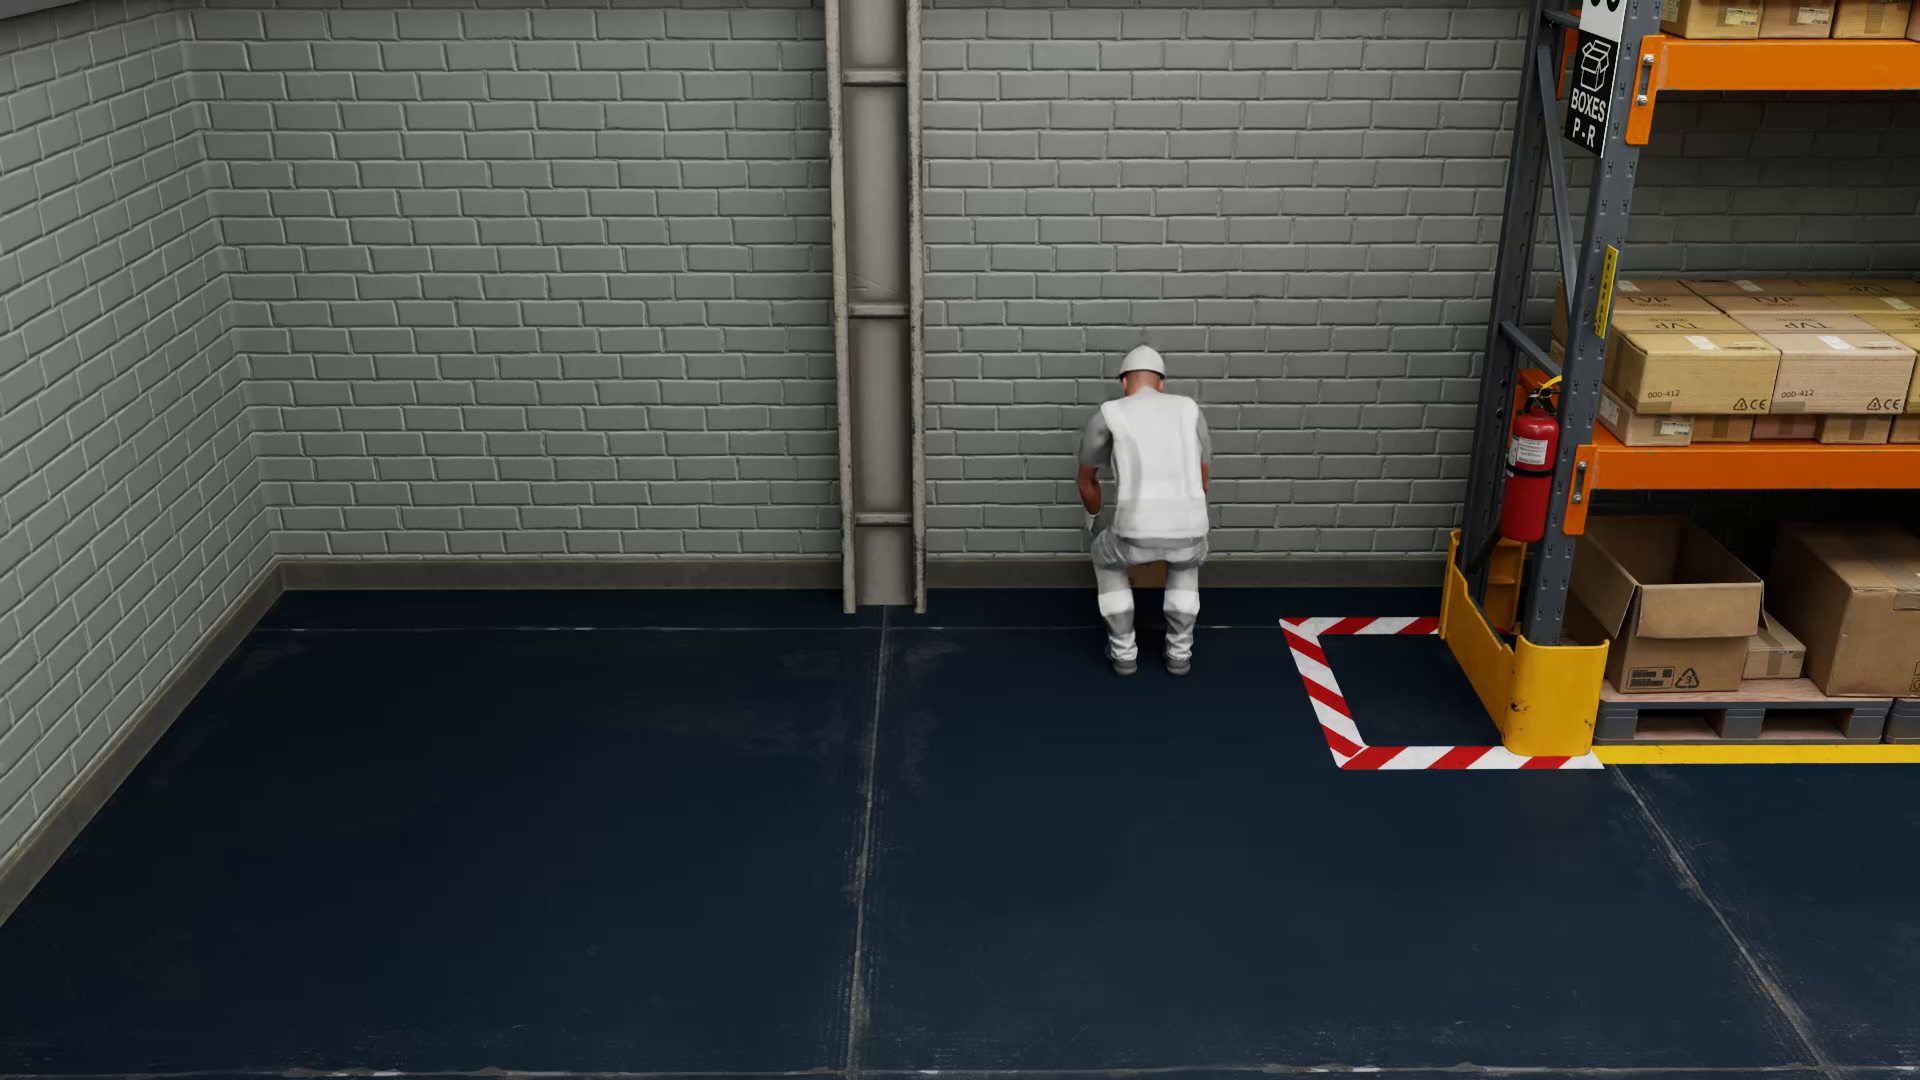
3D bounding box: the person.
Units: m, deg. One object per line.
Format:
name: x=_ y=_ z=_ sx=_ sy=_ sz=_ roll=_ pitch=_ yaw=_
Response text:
person: x=0.809 y=-0.082 z=7.300 sx=0.581 sy=1.349 sz=0.727 roll=0 pitch=24 yaw=0
